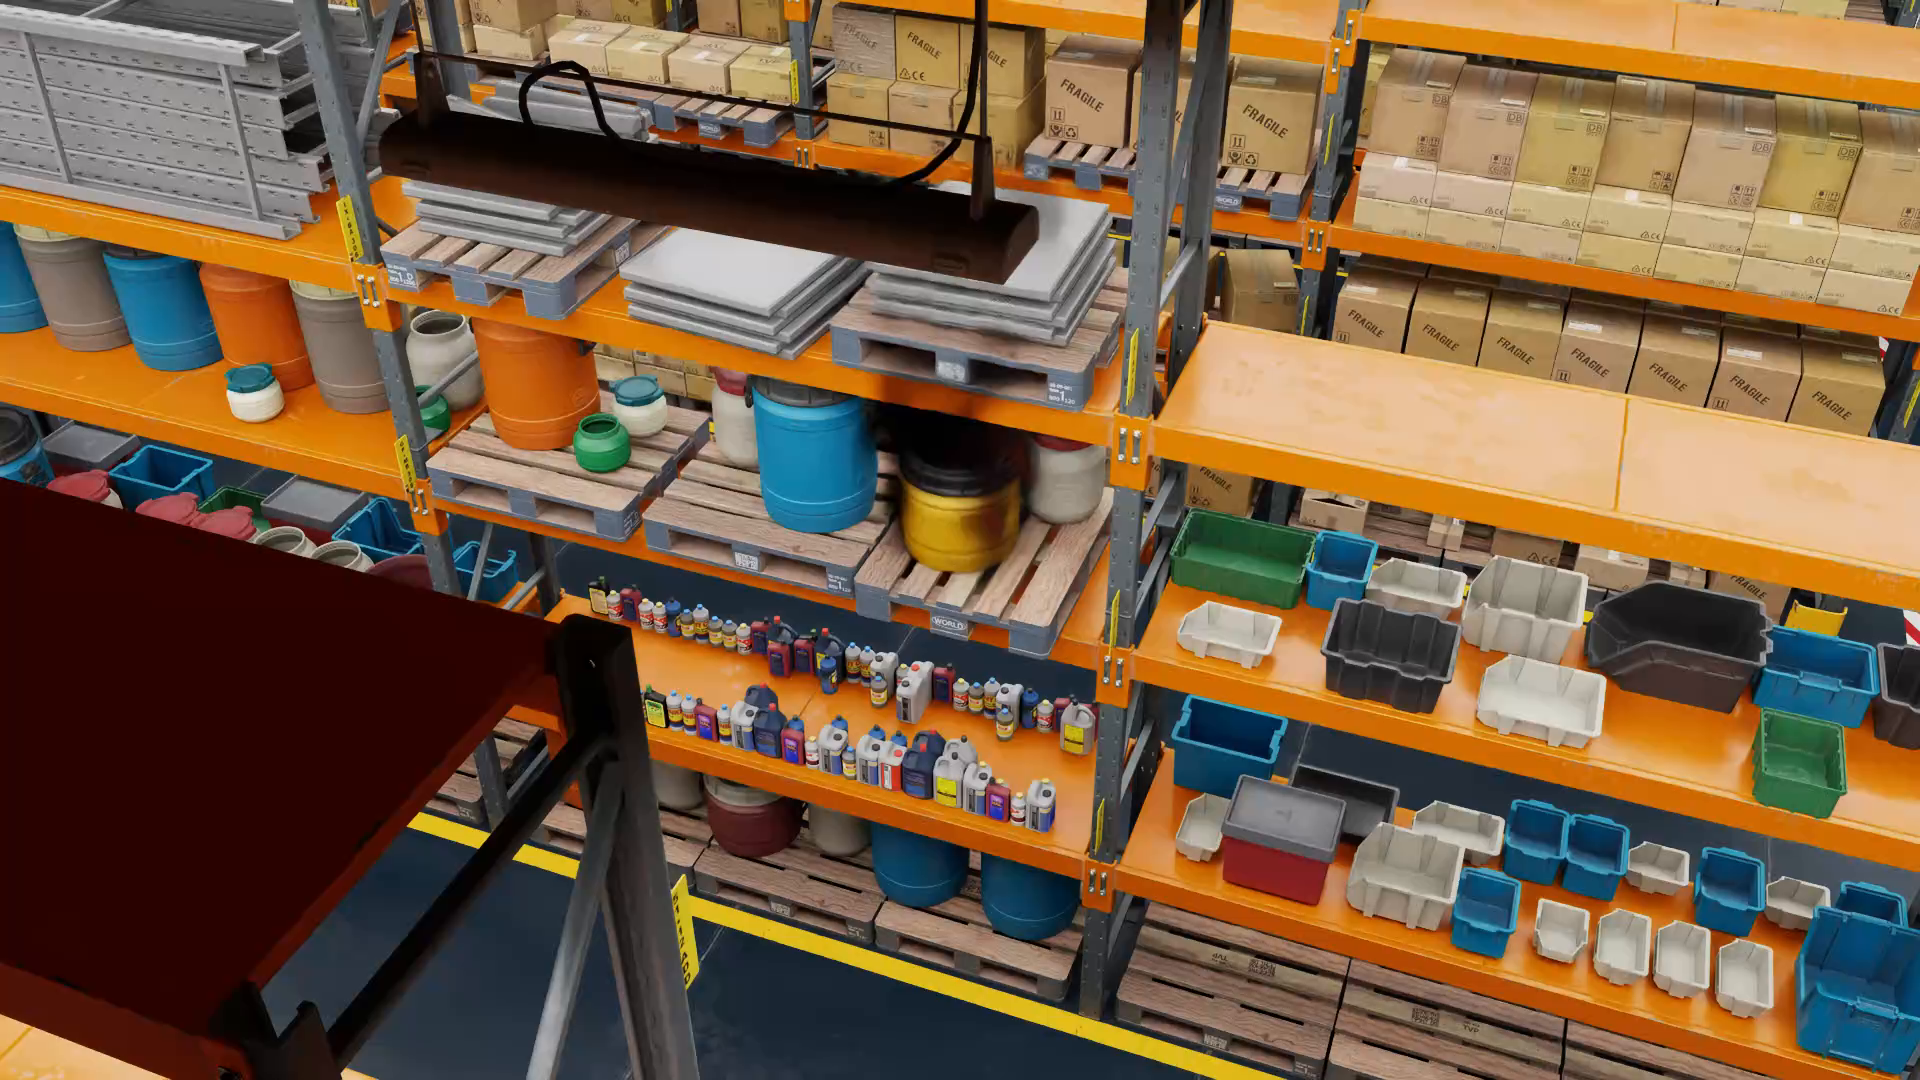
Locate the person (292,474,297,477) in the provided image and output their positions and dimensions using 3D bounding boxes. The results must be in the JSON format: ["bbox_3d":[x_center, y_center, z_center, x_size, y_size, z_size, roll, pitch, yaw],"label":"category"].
[{"bbox_3d":[-4.987,-0.778,13.033,0.645,1.675,0.664,8,37,10],"label":"person"}]
